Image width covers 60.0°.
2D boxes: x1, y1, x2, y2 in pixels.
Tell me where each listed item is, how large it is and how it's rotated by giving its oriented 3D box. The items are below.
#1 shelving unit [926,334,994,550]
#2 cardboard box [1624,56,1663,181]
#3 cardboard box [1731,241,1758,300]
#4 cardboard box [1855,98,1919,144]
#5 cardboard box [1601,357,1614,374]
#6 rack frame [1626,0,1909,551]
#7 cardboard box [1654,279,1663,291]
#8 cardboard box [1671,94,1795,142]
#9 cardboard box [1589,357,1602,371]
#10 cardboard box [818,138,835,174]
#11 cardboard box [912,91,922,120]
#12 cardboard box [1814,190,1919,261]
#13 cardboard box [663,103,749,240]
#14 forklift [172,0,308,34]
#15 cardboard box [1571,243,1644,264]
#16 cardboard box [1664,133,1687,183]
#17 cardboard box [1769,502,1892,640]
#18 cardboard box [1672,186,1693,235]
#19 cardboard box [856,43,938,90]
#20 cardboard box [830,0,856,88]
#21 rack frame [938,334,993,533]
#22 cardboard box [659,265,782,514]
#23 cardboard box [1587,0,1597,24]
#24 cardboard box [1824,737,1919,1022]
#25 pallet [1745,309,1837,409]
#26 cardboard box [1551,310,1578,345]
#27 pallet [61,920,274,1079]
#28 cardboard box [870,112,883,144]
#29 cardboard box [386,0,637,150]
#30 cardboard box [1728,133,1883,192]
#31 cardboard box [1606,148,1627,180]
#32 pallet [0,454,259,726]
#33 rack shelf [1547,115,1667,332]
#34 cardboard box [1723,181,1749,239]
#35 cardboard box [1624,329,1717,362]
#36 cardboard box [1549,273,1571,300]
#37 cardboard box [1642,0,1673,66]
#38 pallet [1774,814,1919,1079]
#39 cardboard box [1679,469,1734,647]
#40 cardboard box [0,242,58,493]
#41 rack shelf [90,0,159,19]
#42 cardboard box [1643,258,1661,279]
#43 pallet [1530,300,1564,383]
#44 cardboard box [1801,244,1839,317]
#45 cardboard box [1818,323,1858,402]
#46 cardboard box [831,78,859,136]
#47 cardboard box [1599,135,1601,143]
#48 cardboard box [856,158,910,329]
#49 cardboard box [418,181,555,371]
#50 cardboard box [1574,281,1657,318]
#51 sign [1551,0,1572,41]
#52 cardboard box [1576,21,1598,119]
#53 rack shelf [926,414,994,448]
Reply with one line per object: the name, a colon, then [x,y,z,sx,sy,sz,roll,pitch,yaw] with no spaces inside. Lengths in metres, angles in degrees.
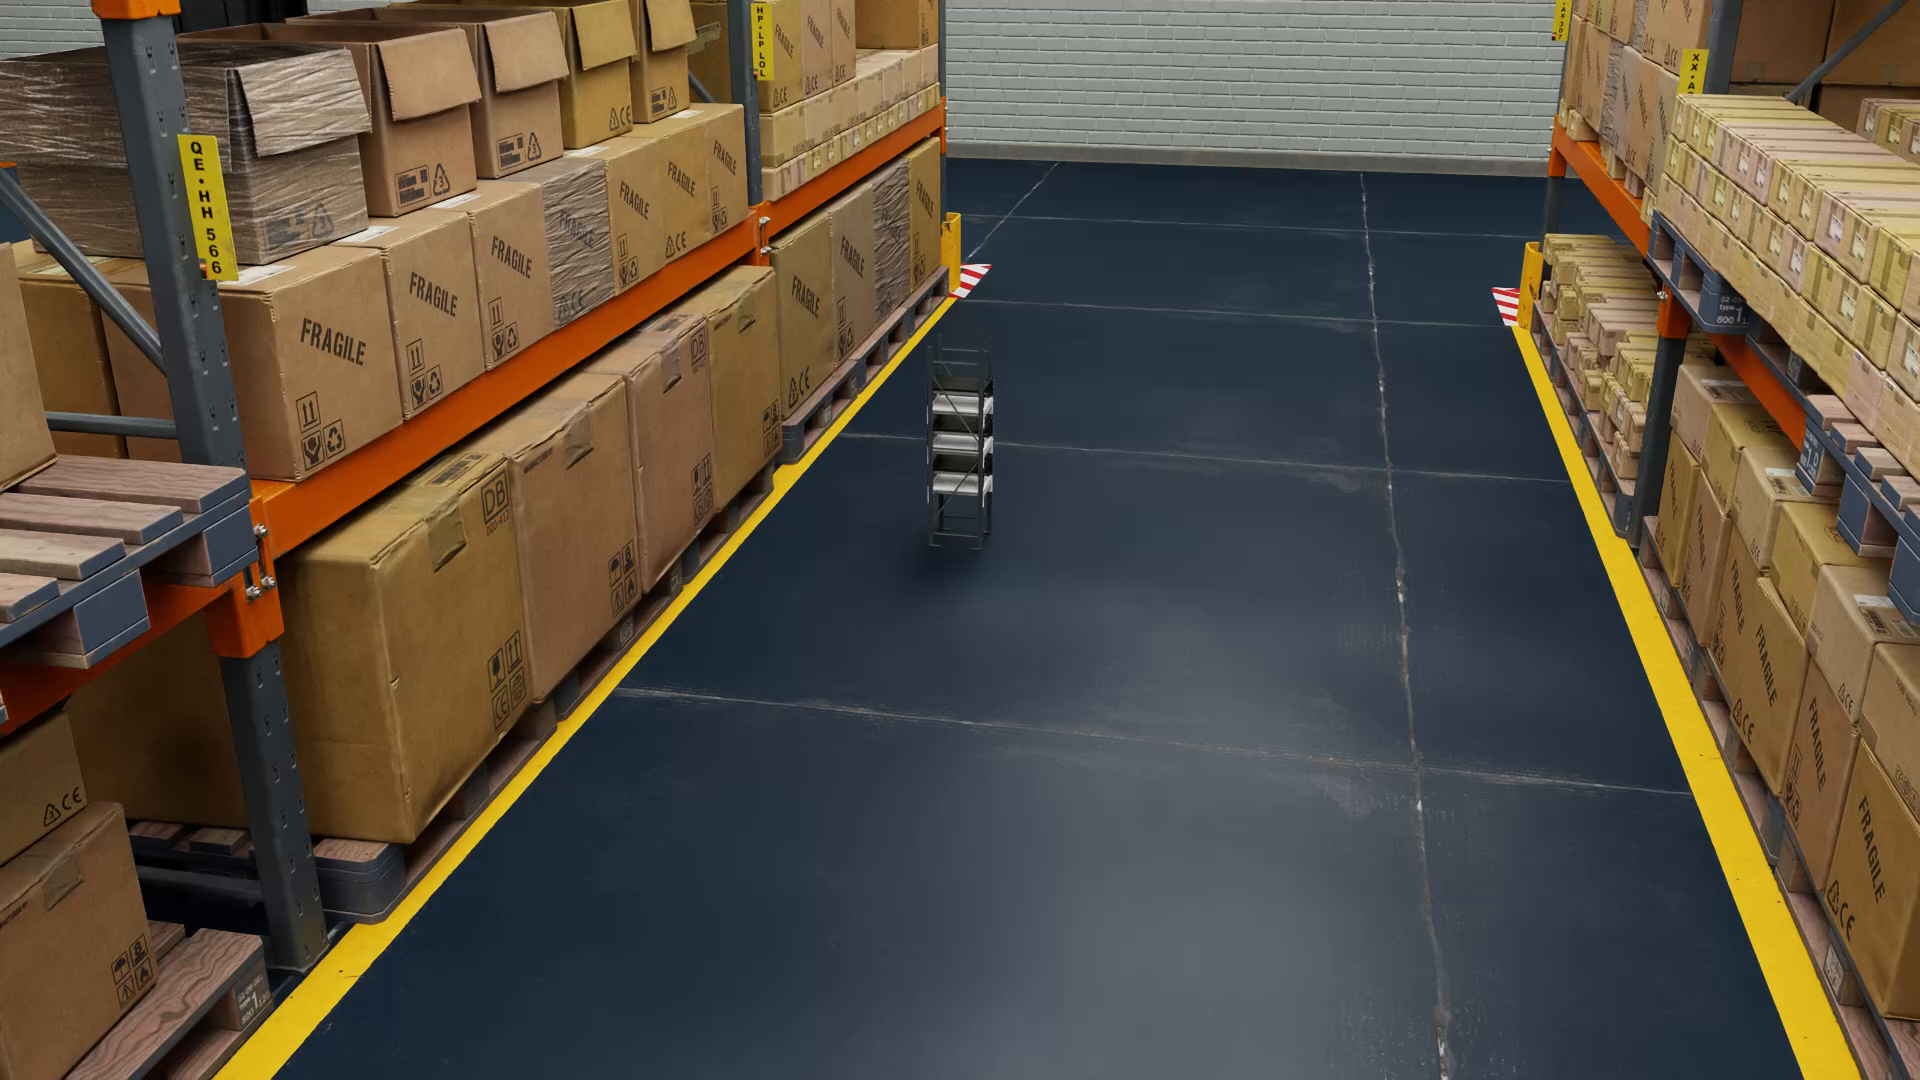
shelving unit: [0.002,-0.420,7.193,0.258,0.900,0.210,4,22,11]
cardboard box: [3.352,-1.904,7.534,0.500,0.500,0.500,4,22,9]
cardboard box: [2.630,-0.823,5.155,0.380,0.149,0.250,4,22,10]
cardboard box: [3.532,-1.524,6.100,0.380,0.149,0.250,5,23,13]
cardboard box: [3.436,-0.859,8.328,0.380,0.149,0.250,5,22,12]
rack frame: [3.422,-1.331,6.644,1.000,3.000,0.127,4,22,11]
cardboard box: [4.304,-1.498,9.914,0.380,0.149,0.250,4,22,10]
cardboard box: [2.892,-1.576,6.231,0.380,0.149,0.250,6,23,14]
cardboard box: [3.499,-0.842,8.683,0.380,0.149,0.250,5,22,12]
cardboard box: [-0.868,-2.001,8.644,0.380,0.149,0.250,4,22,9]
cardboard box: [-0.451,-2.750,10.503,0.380,0.149,0.250,5,22,11]
cardboard box: [2.470,-0.810,4.327,0.380,0.149,0.250,4,22,11]
cardboard box: [-1.241,-1.601,7.179,0.500,0.500,0.500,5,22,11]
forklift: [-4.067,-2.015,8.434,3.031,2.935,1.130,-1,22,-2]
cardboard box: [3.861,-1.667,9.935,0.380,0.149,0.250,5,22,12]
cardboard box: [2.892,-1.439,6.286,0.380,0.149,0.250,5,22,12]
cardboard box: [2.701,0.108,4.850,0.500,0.250,0.500,5,22,12]
cardboard box: [2.841,-1.199,6.089,0.380,0.149,0.250,5,22,12]
cardboard box: [-0.436,-3.080,10.789,0.500,0.250,0.500,4,22,10]
cardboard box: [-0.855,-2.688,8.812,0.500,0.500,0.500,4,22,9]
rack frame: [0.022,-0.458,7.285,0.240,0.900,0.006,4,22,11]
cardboard box: [-1.524,-0.720,7.408,1.225,0.875,0.875,5,22,11]
cardboard box: [3.790,-3.113,9.198,0.500,0.500,0.500,5,22,12]
cardboard box: [2.484,0.836,4.047,0.500,0.500,0.500,4,22,11]
pallet: [2.970,-0.506,4.853,1.003,0.211,1.213,4,22,11]
cardboard box: [3.642,-1.221,9.624,0.380,0.149,0.250,5,22,12]
pallet: [-2.390,1.296,3.854,1.003,0.211,1.213,4,22,11]
cardboard box: [-0.659,-2.378,9.580,0.380,0.149,0.250,5,22,12]
cardboard box: [-1.686,-1.774,6.266,0.797,0.503,0.637,5,22,12]
cardboard box: [2.681,-1.196,5.285,0.380,0.149,0.250,4,22,10]
cardboard box: [3.500,-1.914,8.428,0.380,0.149,0.250,5,22,12]
pallet: [-2.270,0.074,3.411,1.213,0.211,1.003,4,22,11]
rack shelf: [3.830,-1.729,8.594,1.077,0.370,4.000,4,22,11]
cardboard box: [2.683,-1.055,5.334,0.380,0.149,0.250,5,23,13]
cardboard box: [3.427,-0.907,8.047,0.380,0.149,0.250,5,23,13]
cardboard box: [3.769,-1.537,10.010,0.380,0.149,0.250,4,22,11]
cardboard box: [3.354,-2.361,7.331,0.500,0.500,0.500,4,22,9]
pallet: [2.767,1.139,4.242,1.003,0.211,1.213,4,22,11]
cardboard box: [2.906,0.077,5.931,0.500,0.500,0.500,5,23,13]
cardboard box: [-2.300,-0.324,3.447,0.500,0.500,0.500,2,22,4]
rack shelf: [-2.637,-0.610,1.800,1.077,0.370,4.000,4,22,11]
cardboard box: [4.271,-1.642,9.873,0.380,0.149,0.250,5,22,12]
pallet: [4.023,-1.178,9.997,1.003,0.211,1.213,4,22,11]
cardboard box: [2.470,-0.677,4.394,0.380,0.149,0.250,4,22,11]
cardboard box: [2.416,-0.438,4.199,0.380,0.149,0.250,4,22,10]
cardboard box: [-0.854,-2.338,8.946,0.500,0.250,0.500,5,22,12]
cardboard box: [3.814,-2.288,9.357,0.380,0.149,0.250,6,23,13]
cardboard box: [-0.834,-1.845,10.203,0.875,0.875,0.875,4,22,11]
cardboard box: [-1.659,-0.863,5.348,0.500,0.500,0.500,4,22,10]
cardboard box: [3.550,-1.294,9.009,0.380,0.149,0.250,5,22,12]
sign: [3.707,-3.237,10.217,0.100,0.325,0.005,4,22,11]
cardboard box: [3.792,-2.638,9.356,0.500,0.500,0.500,5,22,11]
rack shelf: [0.002,-0.473,7.172,0.258,0.077,0.200,4,22,11]
